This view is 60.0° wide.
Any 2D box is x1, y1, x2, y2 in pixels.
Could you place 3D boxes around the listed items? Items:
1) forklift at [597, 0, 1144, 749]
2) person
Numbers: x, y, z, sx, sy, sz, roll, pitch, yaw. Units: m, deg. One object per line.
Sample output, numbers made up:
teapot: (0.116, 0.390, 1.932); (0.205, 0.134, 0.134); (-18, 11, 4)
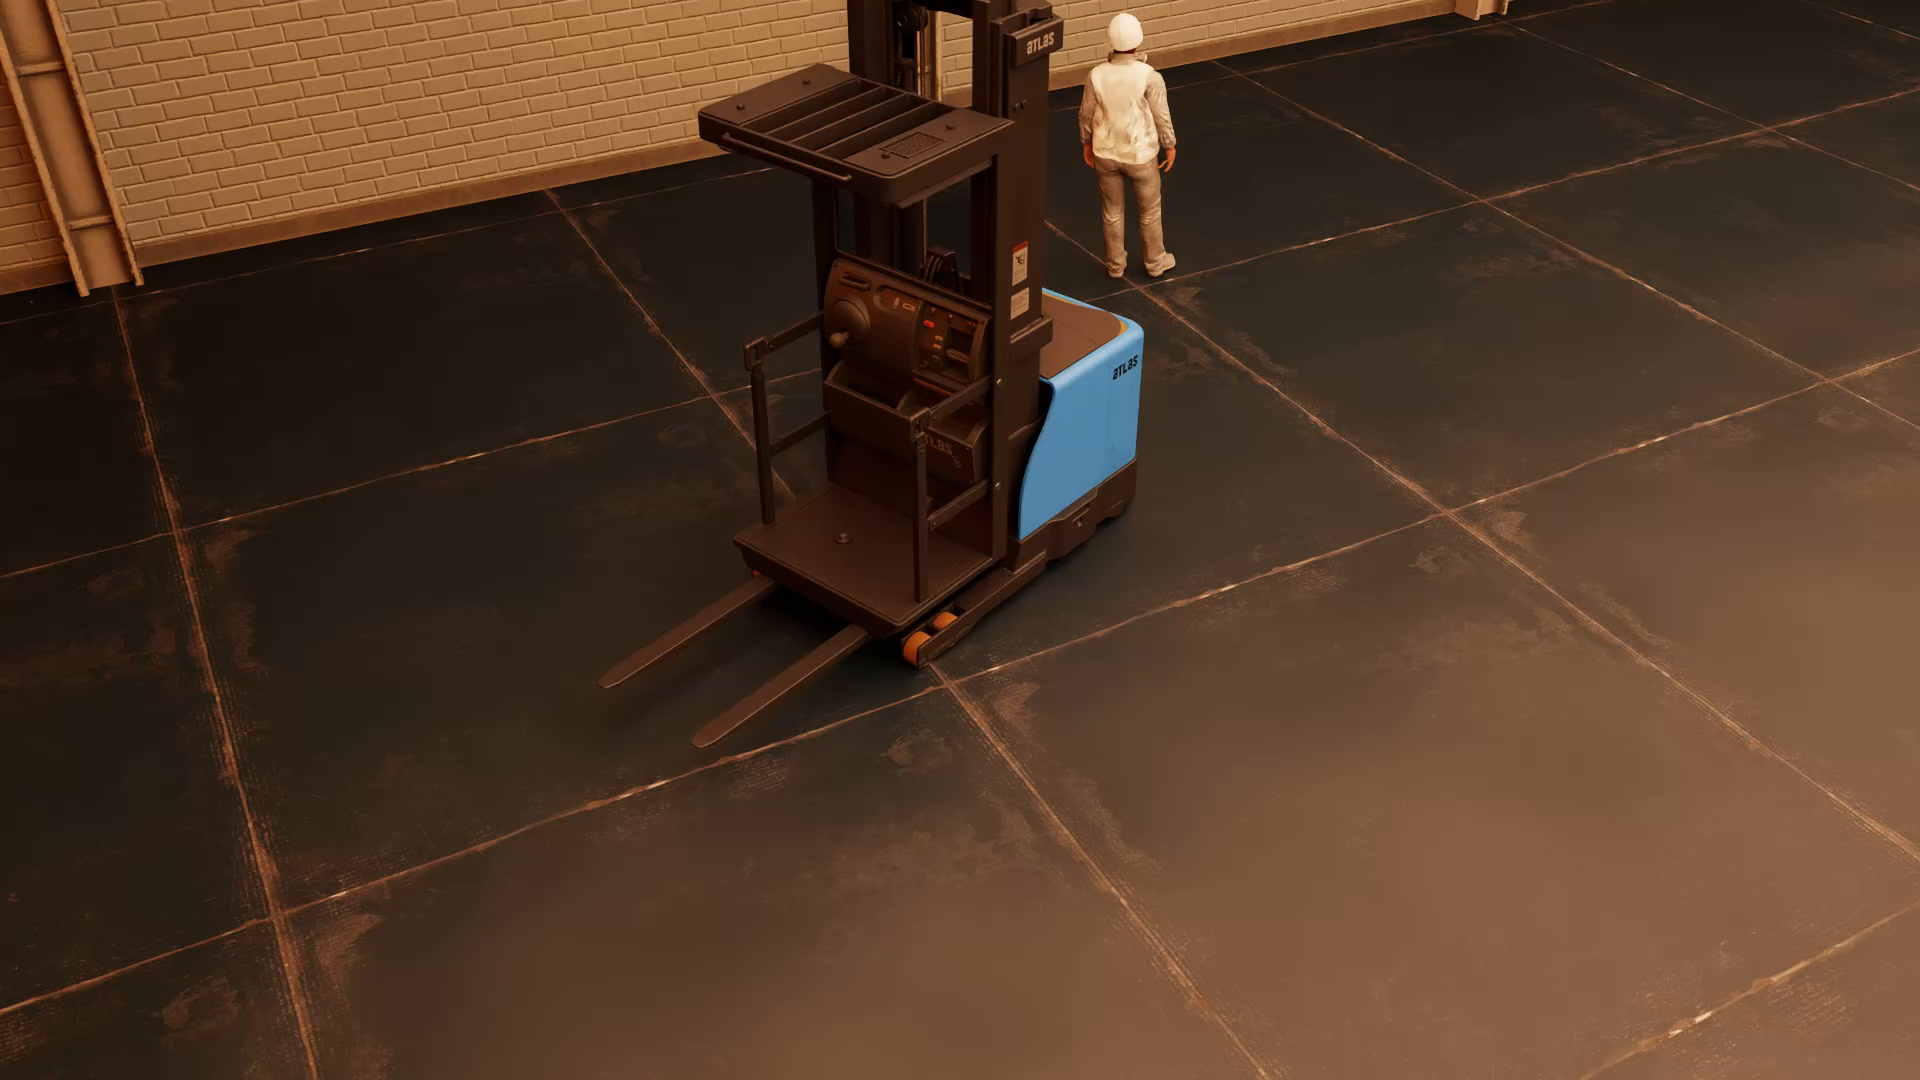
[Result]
forklift: (-0.390, -0.927, 7.434); (1.130, 2.935, 3.031); (26, 43, 31)
person: (1.096, -2.533, 10.696); (0.624, 1.773, 0.569); (12, 37, 17)
